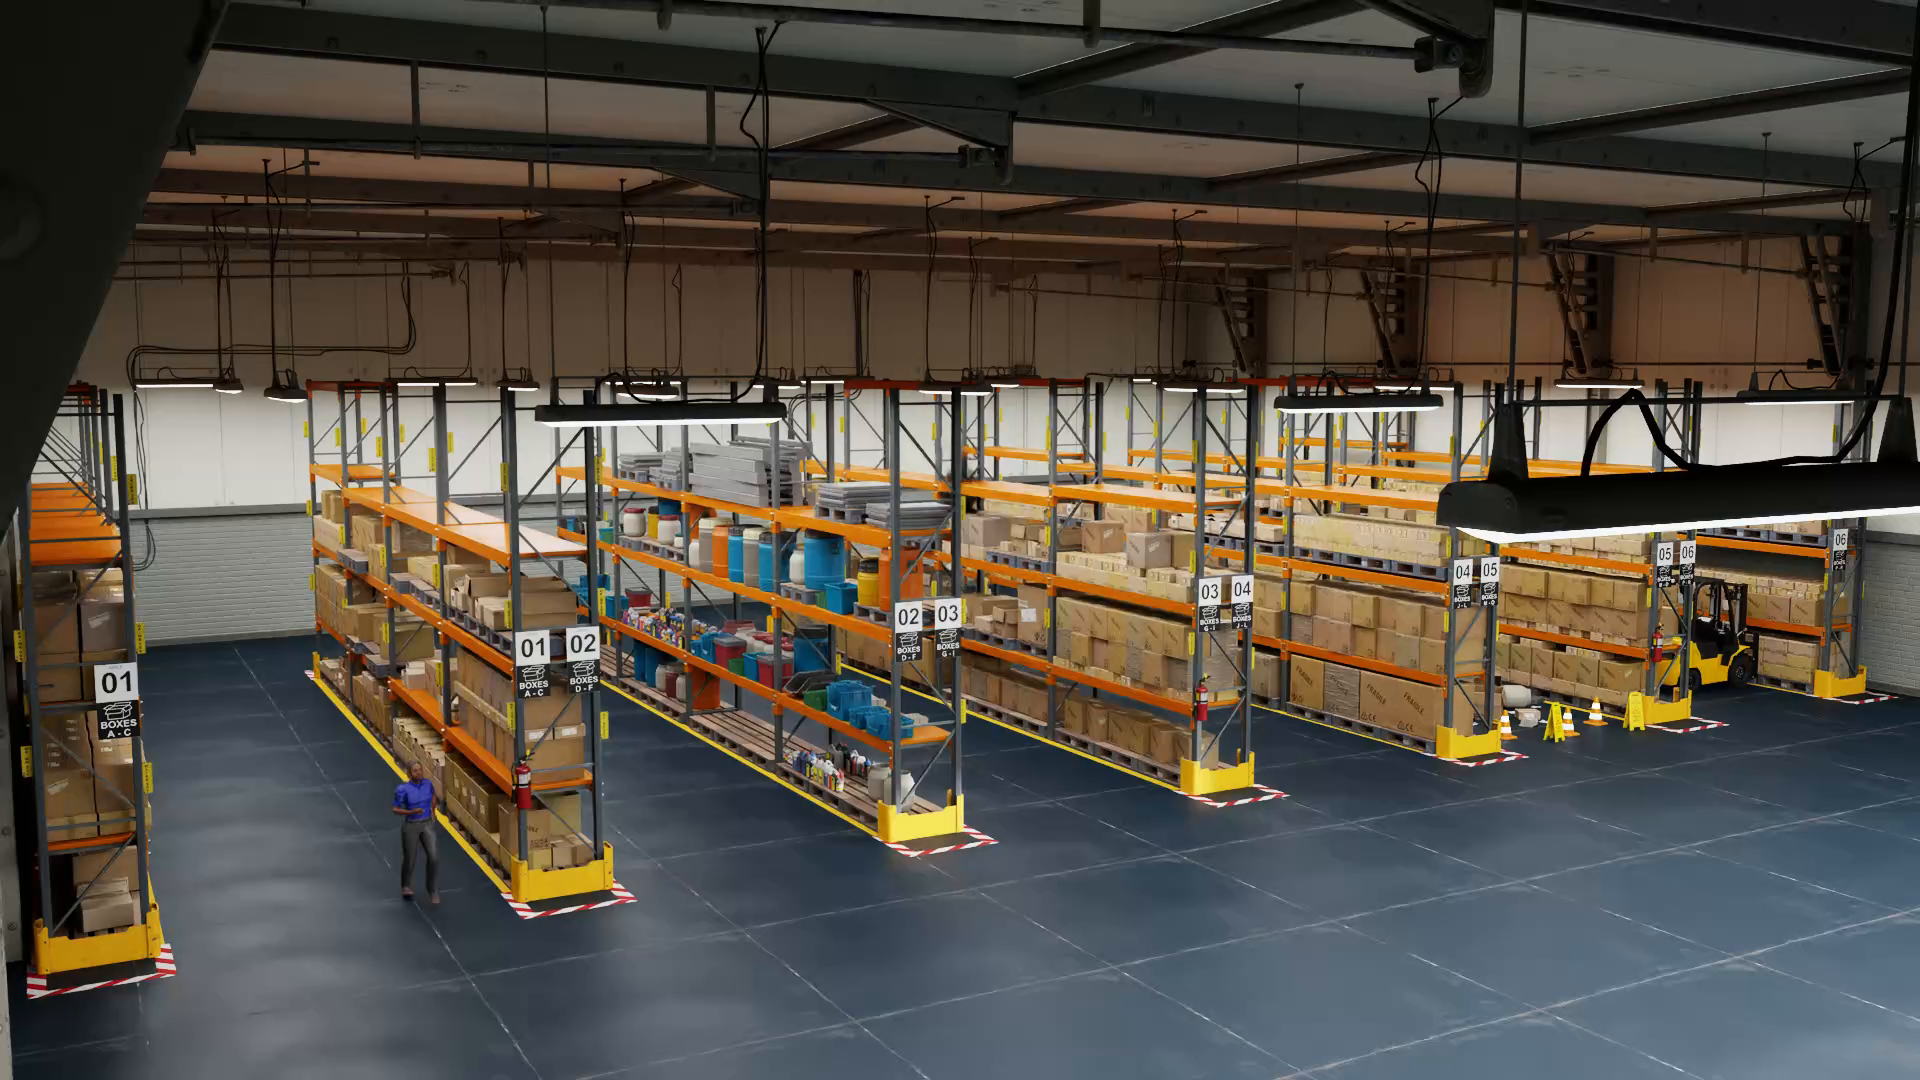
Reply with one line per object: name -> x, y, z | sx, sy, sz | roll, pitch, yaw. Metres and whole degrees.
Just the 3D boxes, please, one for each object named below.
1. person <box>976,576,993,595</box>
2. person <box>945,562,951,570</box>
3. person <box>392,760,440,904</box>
person -> 0.528, 1.574, 34.440 | 0.578, 1.662, 0.877 | -4, 8, -36
person -> -0.221, 1.016, 41.925 | 0.626, 1.684, 0.710 | -3, 7, -27
person -> -6.381, 3.456, 19.559 | 0.578, 1.725, 0.666 | -5, 8, -36
